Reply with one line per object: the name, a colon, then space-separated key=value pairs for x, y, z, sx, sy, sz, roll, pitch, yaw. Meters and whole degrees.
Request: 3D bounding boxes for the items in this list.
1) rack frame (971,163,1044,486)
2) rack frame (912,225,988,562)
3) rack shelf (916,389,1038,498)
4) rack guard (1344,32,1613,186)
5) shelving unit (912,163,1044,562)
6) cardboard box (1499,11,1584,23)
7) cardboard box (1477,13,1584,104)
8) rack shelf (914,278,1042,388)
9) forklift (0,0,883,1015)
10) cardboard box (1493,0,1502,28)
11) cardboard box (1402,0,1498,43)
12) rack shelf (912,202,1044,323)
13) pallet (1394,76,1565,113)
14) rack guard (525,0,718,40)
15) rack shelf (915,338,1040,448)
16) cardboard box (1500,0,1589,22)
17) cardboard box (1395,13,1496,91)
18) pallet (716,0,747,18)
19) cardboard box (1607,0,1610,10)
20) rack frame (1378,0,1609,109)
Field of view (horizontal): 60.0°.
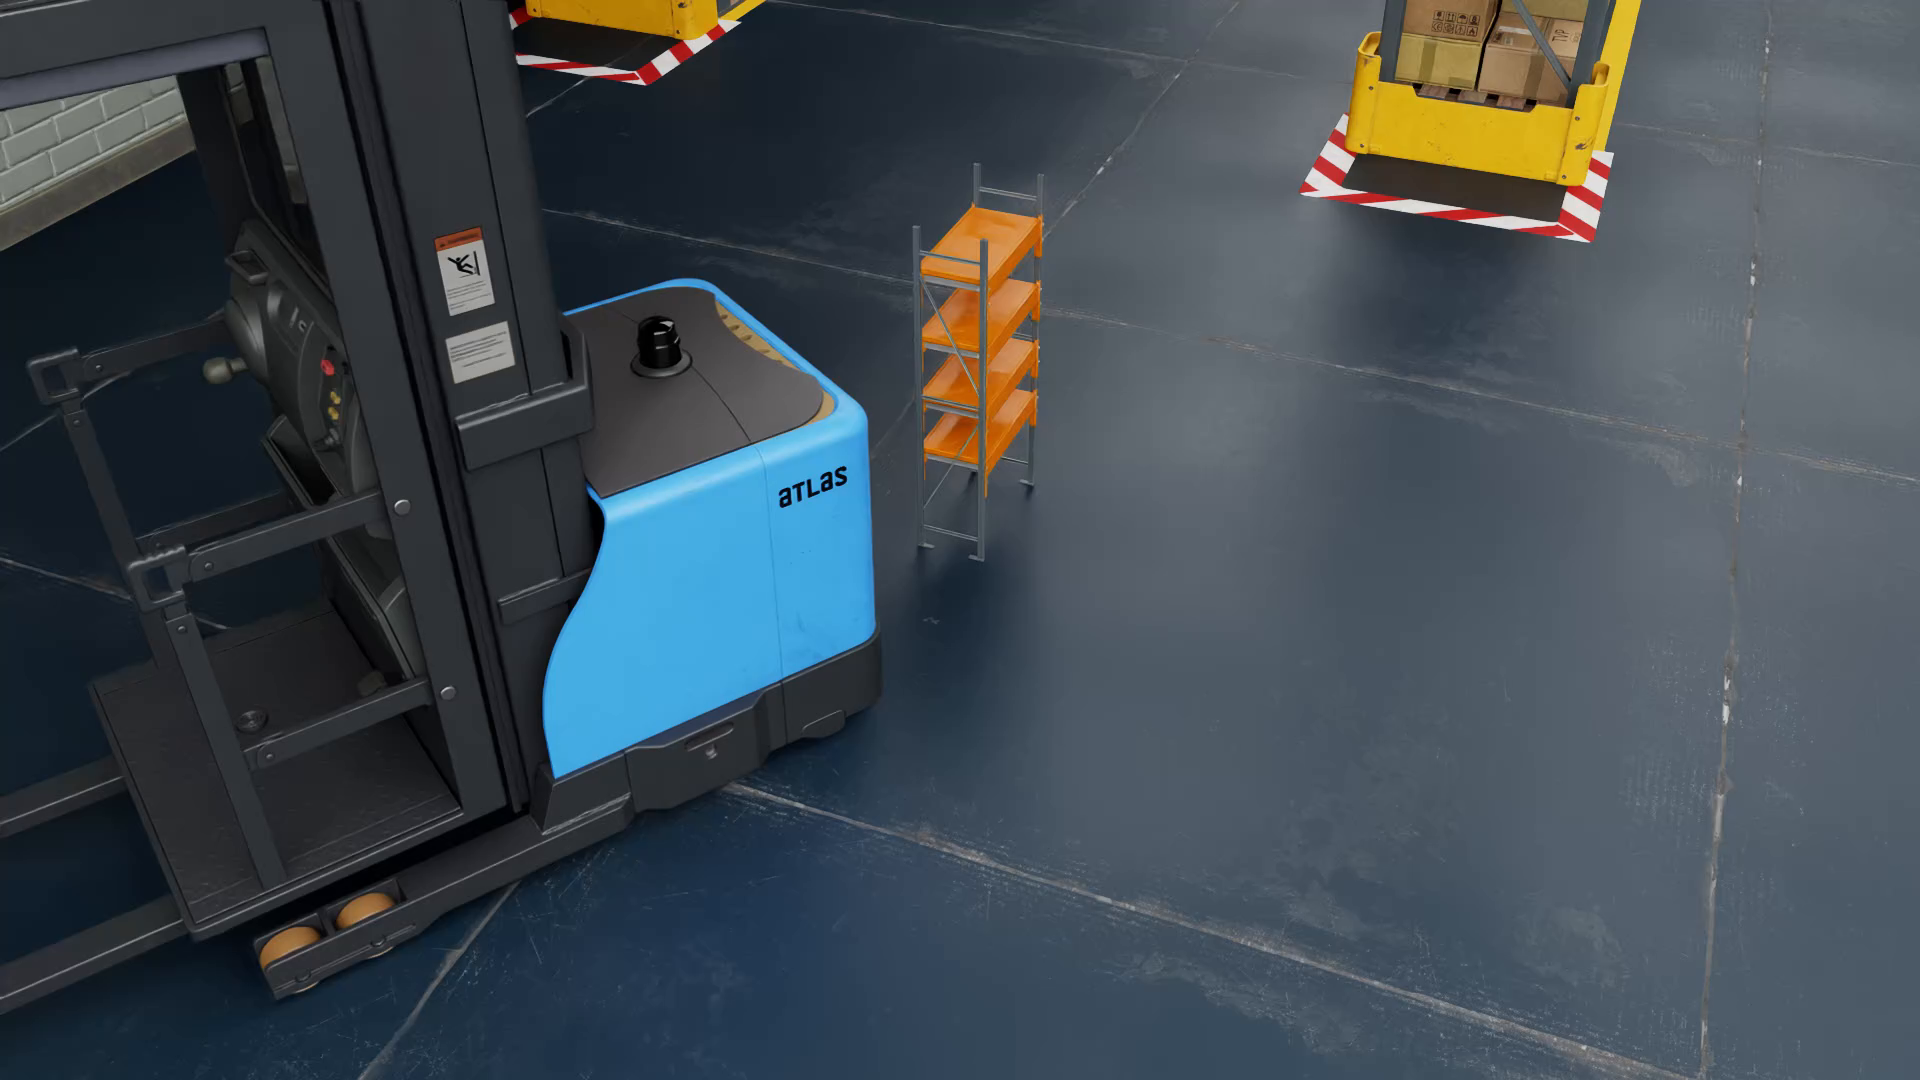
rack frame: x=0.156 y=-0.707 z=5.694 sx=0.240 sy=1.200 sz=0.015 roll=14 pitch=39 yaw=18
rack frame: x=-0.030 y=-0.437 z=5.333 sx=0.240 sy=1.200 sz=0.015 roll=14 pitch=39 yaw=18
rack shelf: x=0.063 y=-0.359 z=5.673 sx=0.258 sy=0.148 sz=0.480 roll=14 pitch=39 yaw=18
rack guard: x=2.530 y=-2.127 z=8.178 sx=1.175 sy=0.500 sz=0.348 roll=14 pitch=39 yaw=18
shelving unit: x=0.063 y=-0.572 z=5.513 sx=0.258 sy=1.200 sz=0.503 roll=14 pitch=39 yaw=18
cardboard box: x=3.136 y=-2.732 z=8.845 sx=0.500 sy=0.250 sz=0.500 roll=14 pitch=39 yaw=18
cardboard box: x=2.949 y=-2.454 z=8.474 sx=0.500 sy=0.250 sz=0.500 roll=14 pitch=39 yaw=18
rack shelf: x=0.063 y=-0.698 z=5.420 sx=0.258 sy=0.148 sz=0.480 roll=14 pitch=39 yaw=18
forklift: x=-1.733 y=-0.389 z=3.823 sx=3.031 sy=2.935 sz=1.130 roll=-23 pitch=42 yaw=-27
cardboard box: x=2.649 y=-2.852 z=9.006 sx=0.500 sy=0.250 sz=0.500 roll=14 pitch=39 yaw=18
cardboard box: x=2.468 y=-2.873 z=8.408 sx=0.500 sy=0.500 sz=0.500 roll=14 pitch=39 yaw=18
rack shelf: x=0.063 y=-0.887 z=5.278 sx=0.258 sy=0.148 sz=0.480 roll=14 pitch=39 yaw=18
pallet: x=2.792 y=-2.457 z=8.861 sx=1.003 sy=0.211 sz=1.213 roll=14 pitch=39 yaw=18
rack guard: x=-2.014 y=-3.308 z=9.759 sx=1.175 sy=0.500 sz=0.348 roll=14 pitch=39 yaw=18
rack shelf: x=0.063 y=-0.518 z=5.554 sx=0.258 sy=0.148 sz=0.480 roll=14 pitch=39 yaw=18
cardboard box: x=3.138 y=-3.032 z=8.620 sx=0.500 sy=0.500 sz=0.500 roll=14 pitch=39 yaw=18
cardboard box: x=2.470 y=-2.572 z=8.632 sx=0.500 sy=0.250 sz=0.500 roll=14 pitch=39 yaw=18
pallet: x=-1.673 y=-3.634 z=10.436 sx=1.003 sy=0.211 sz=1.213 roll=14 pitch=39 yaw=18
cardboard box: x=3.521 y=-3.284 z=9.585 sx=0.500 sy=0.250 sz=0.500 roll=14 pitch=39 yaw=18
rack frame: x=2.539 y=-3.141 z=7.447 sx=1.000 sy=3.000 sz=0.127 roll=14 pitch=39 yaw=18
